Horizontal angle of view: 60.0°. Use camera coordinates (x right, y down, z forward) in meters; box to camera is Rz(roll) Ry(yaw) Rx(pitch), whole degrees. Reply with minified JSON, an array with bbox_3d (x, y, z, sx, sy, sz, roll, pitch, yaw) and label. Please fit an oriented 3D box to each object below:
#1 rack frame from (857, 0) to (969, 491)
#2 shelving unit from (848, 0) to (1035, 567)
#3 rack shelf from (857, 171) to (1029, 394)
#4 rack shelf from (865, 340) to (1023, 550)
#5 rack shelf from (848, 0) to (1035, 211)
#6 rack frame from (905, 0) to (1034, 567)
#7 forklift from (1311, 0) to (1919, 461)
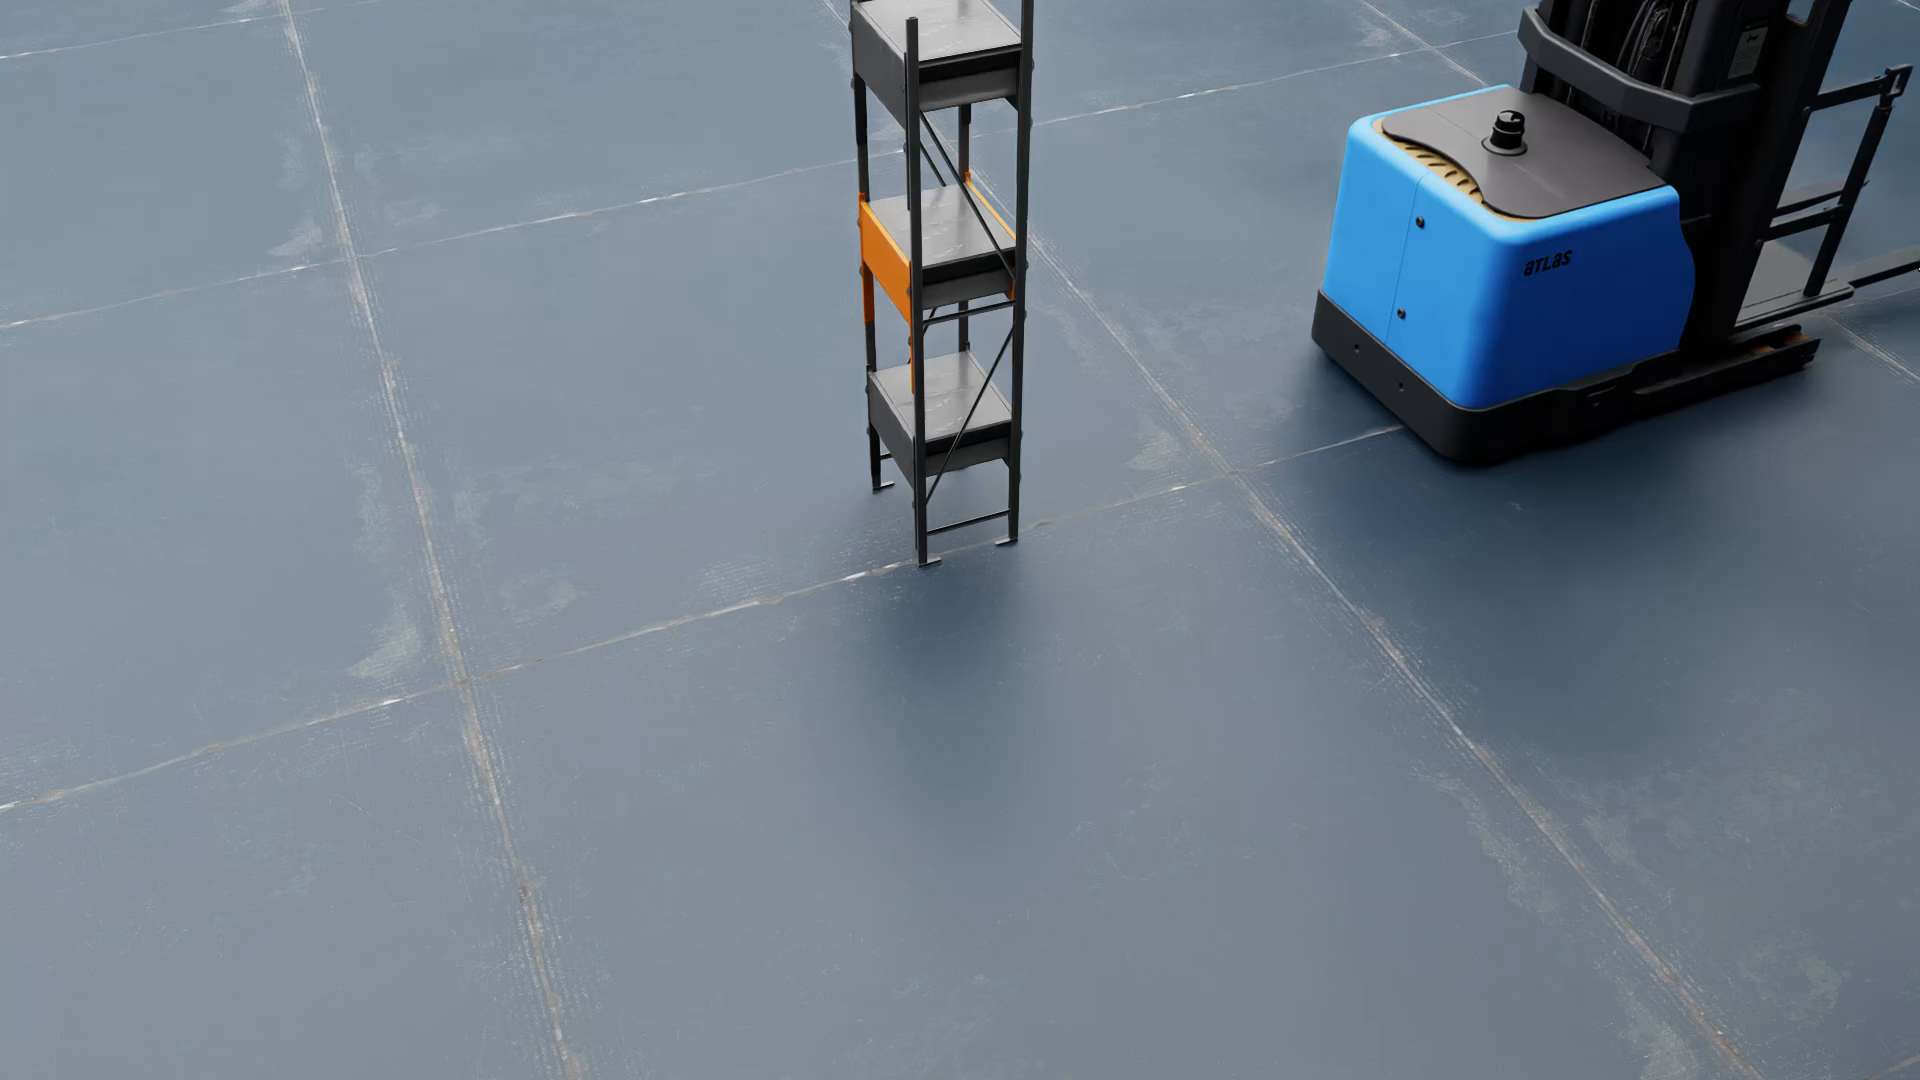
[{"bbox_3d":[-0.157,-1.043,5.852,0.400,2.100,0.015,-15,43,-17],"label":"rack frame"},{"bbox_3d":[-0.063,-0.896,5.681,0.431,2.100,0.503,-15,43,-17],"label":"shelving unit"},{"bbox_3d":[-0.063,-0.886,5.690,0.431,0.518,0.480,-15,43,-17],"label":"rack shelf"},{"bbox_3d":[-0.063,-0.355,6.147,0.431,0.518,0.480,-15,43,-17],"label":"rack shelf"},{"bbox_3d":[-0.063,-1.416,5.234,0.431,0.518,0.480,-15,43,-17],"label":"rack shelf"},{"bbox_3d":[0.030,-0.749,5.510,0.400,2.100,0.015,-15,43,-17],"label":"rack frame"},{"bbox_3d":[3.071,-2.071,6.411,3.031,2.935,1.130,-17,44,-19],"label":"forklift"}]
